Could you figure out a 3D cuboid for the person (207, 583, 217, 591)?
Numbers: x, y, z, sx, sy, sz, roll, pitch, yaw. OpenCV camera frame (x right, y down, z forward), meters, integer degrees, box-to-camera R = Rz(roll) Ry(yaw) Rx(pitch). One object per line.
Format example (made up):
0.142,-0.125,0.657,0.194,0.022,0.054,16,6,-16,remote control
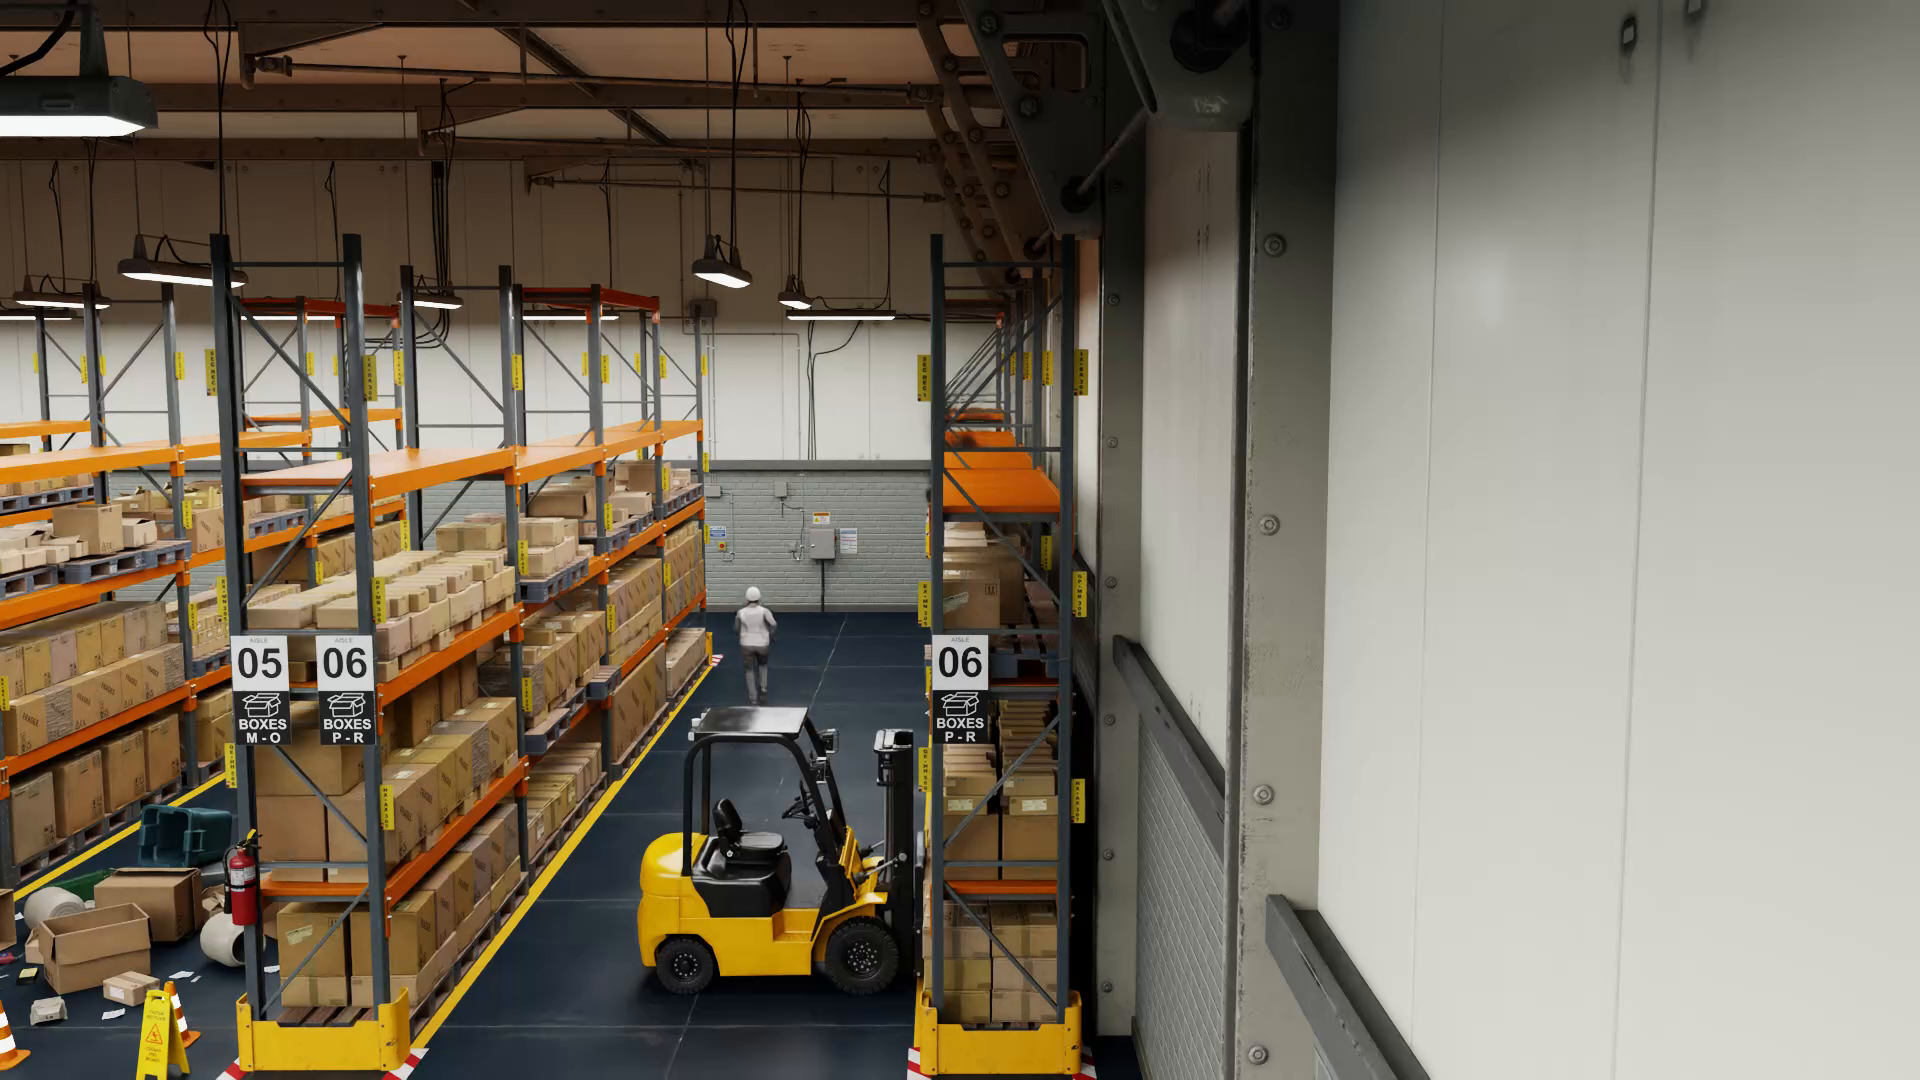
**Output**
-11.562,1.493,26.087,0.683,1.687,0.865,1,6,10,person

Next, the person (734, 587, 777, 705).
-3.034,1.566,24.679,0.629,1.770,0.693,-1,6,-9,person
